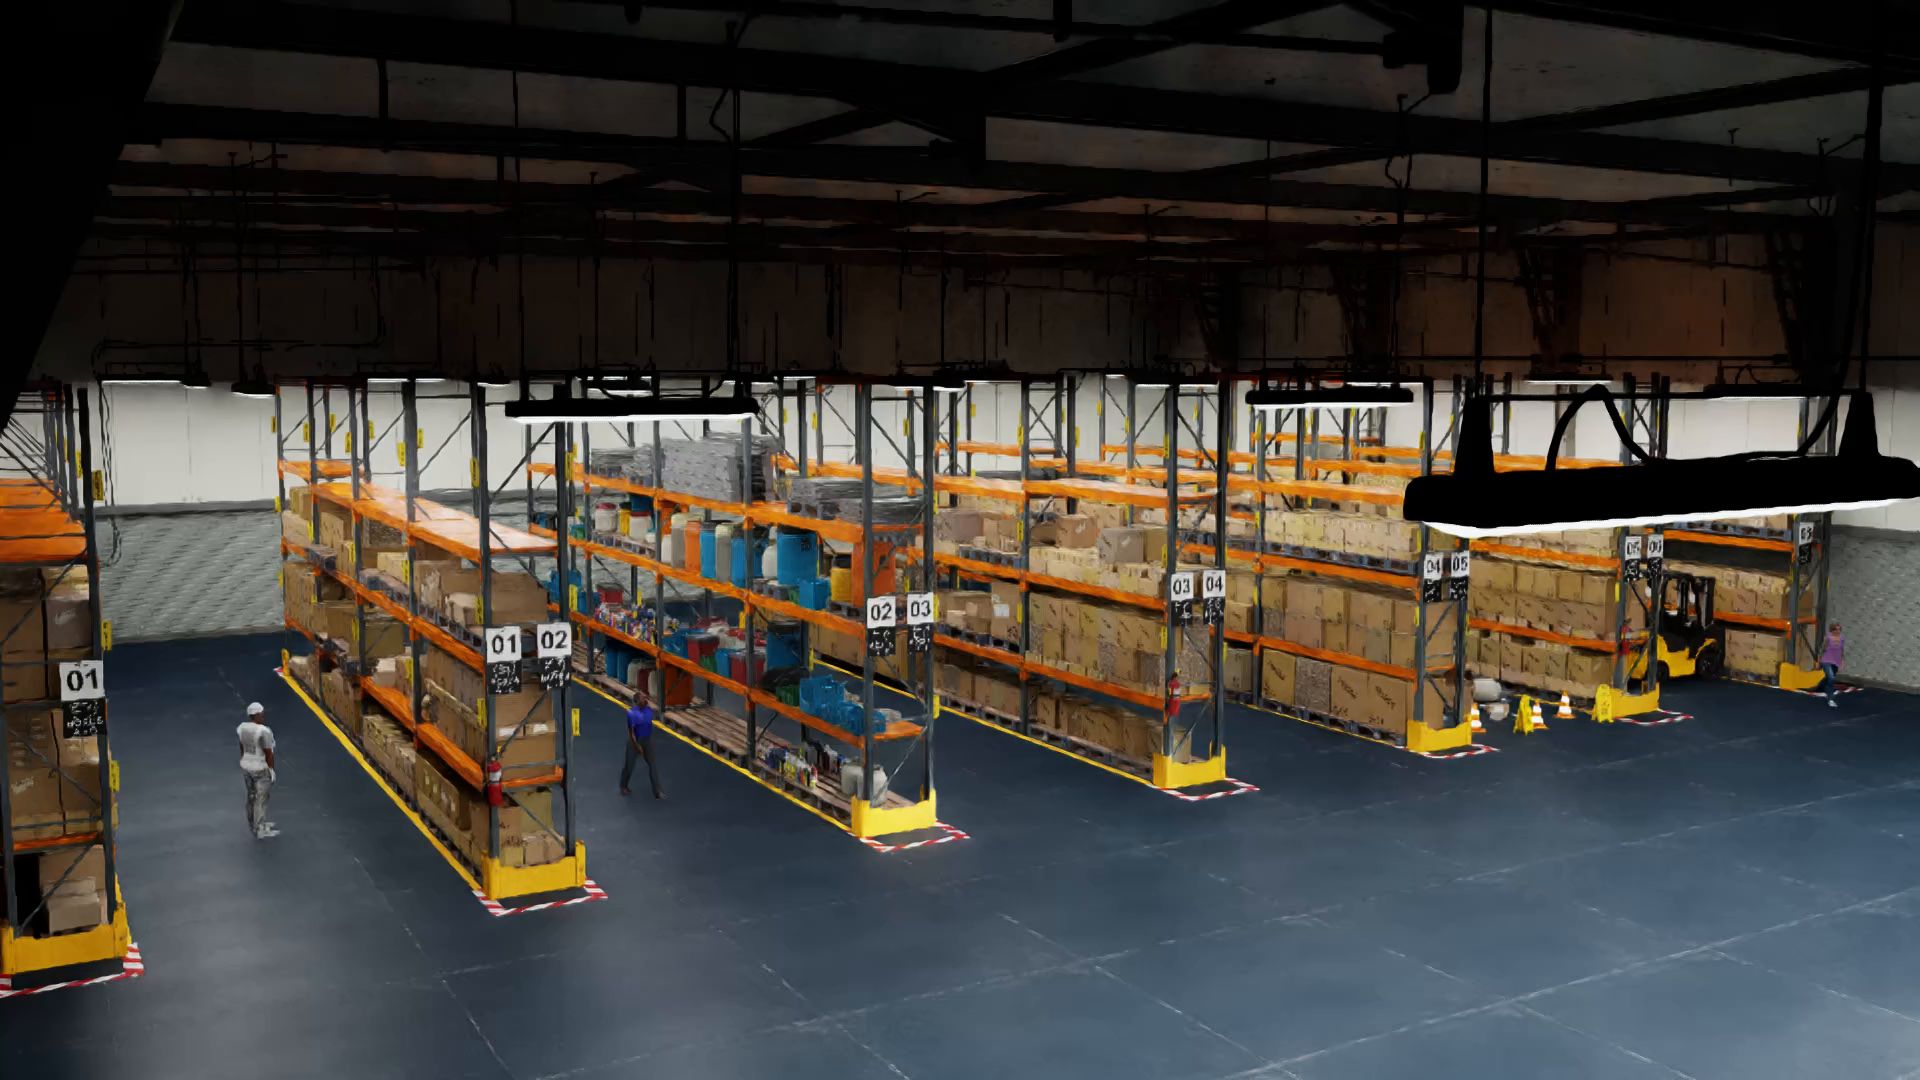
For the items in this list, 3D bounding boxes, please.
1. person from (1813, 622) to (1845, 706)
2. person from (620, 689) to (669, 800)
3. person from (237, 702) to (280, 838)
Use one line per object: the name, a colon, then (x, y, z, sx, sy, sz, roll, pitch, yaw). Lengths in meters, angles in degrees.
person: (15.936, 2.230, 30.474, 0.461, 1.531, 0.866, -1, 6, -9)
person: (-4.582, 2.920, 23.857, 0.443, 1.587, 0.996, -5, 8, -38)
person: (-9.273, 3.017, 22.057, 0.618, 1.783, 0.457, 4, 7, 31)
